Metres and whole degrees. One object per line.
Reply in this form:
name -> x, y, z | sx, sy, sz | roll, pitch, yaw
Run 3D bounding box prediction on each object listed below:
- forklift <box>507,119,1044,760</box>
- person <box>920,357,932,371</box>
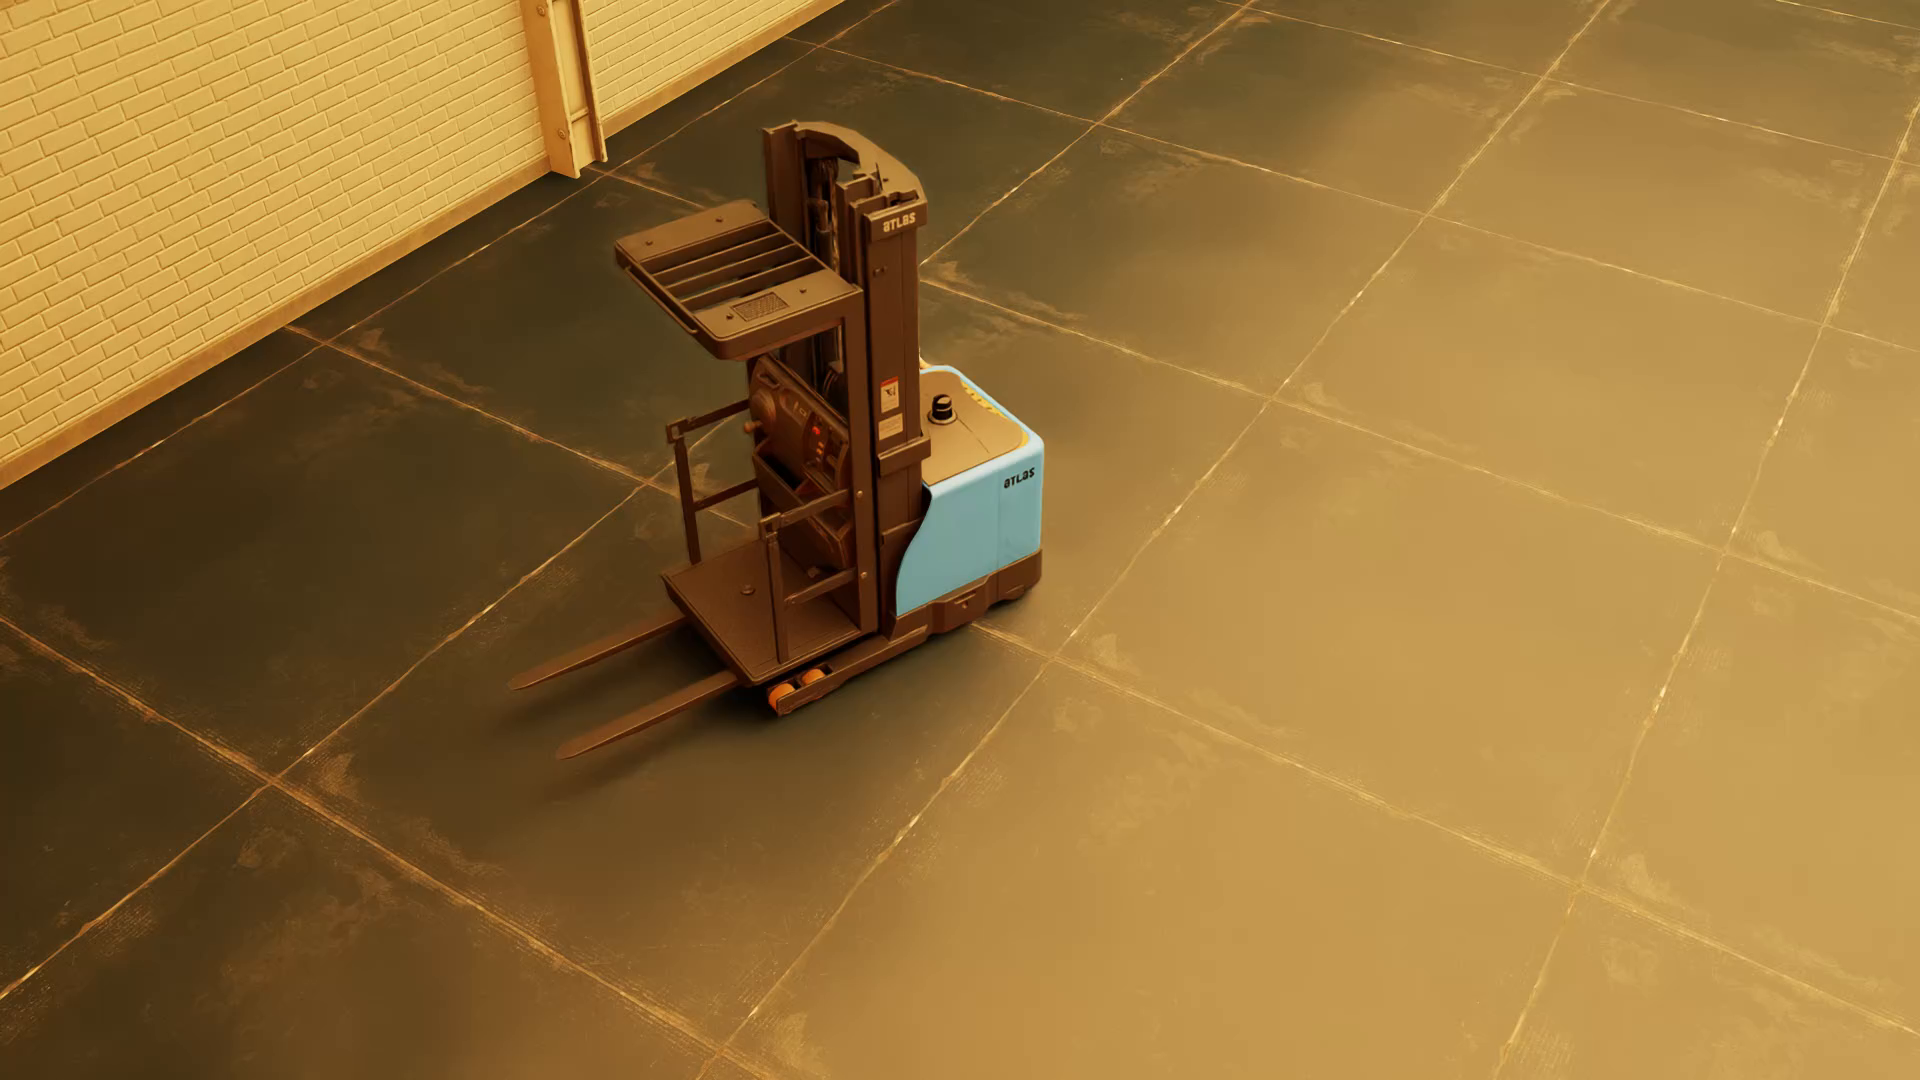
forklift -> -1.015, -0.556, 8.623 | 3.031, 2.935, 1.130 | -24, 46, -26
person -> -0.479, -1.120, 10.476 | 0.855, 1.462, 0.738 | 33, 50, 32
